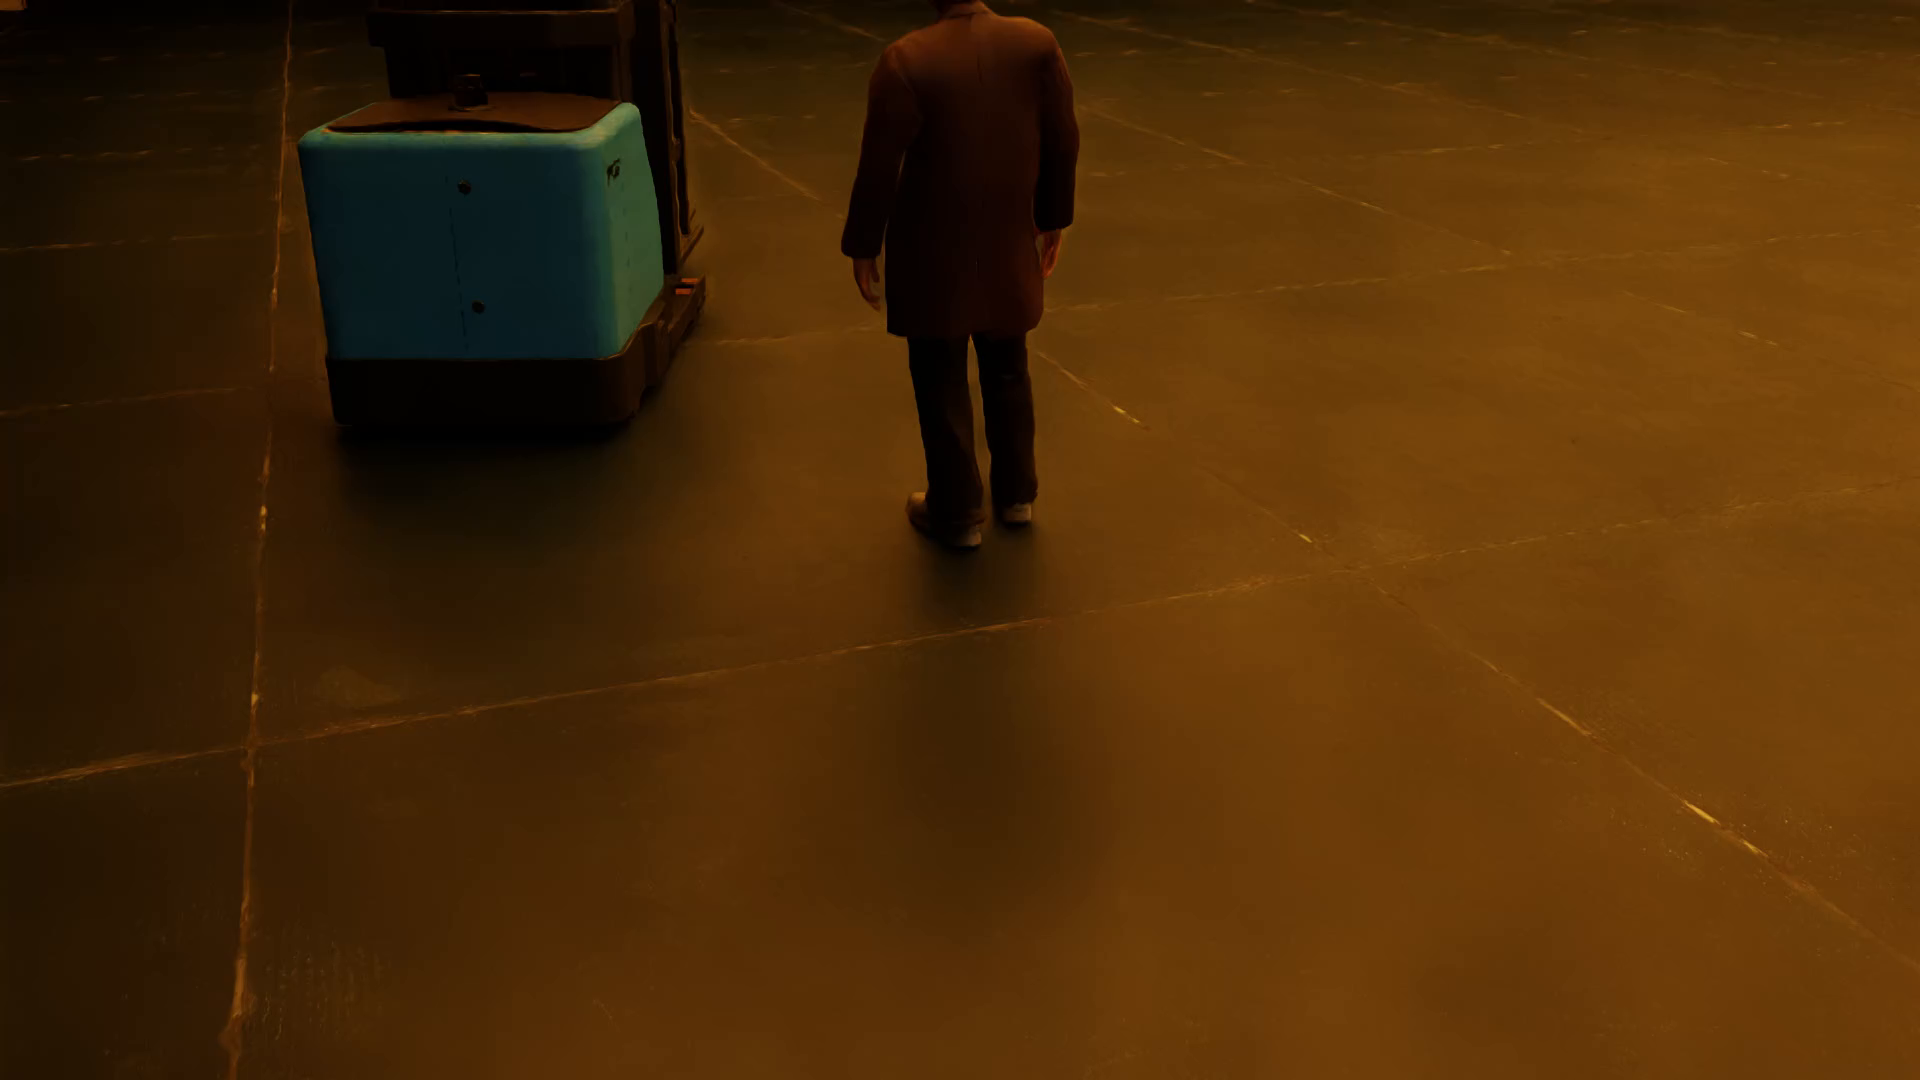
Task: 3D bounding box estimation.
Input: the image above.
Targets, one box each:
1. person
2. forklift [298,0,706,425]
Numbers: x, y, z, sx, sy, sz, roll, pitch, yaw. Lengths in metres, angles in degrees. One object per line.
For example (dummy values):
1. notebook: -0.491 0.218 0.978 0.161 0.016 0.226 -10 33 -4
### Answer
1. person: -0.027 -0.860 4.812 0.694 1.776 0.580 -8 24 -18
2. forklift: -1.710 -2.275 6.708 1.130 2.935 3.031 0 23 0
